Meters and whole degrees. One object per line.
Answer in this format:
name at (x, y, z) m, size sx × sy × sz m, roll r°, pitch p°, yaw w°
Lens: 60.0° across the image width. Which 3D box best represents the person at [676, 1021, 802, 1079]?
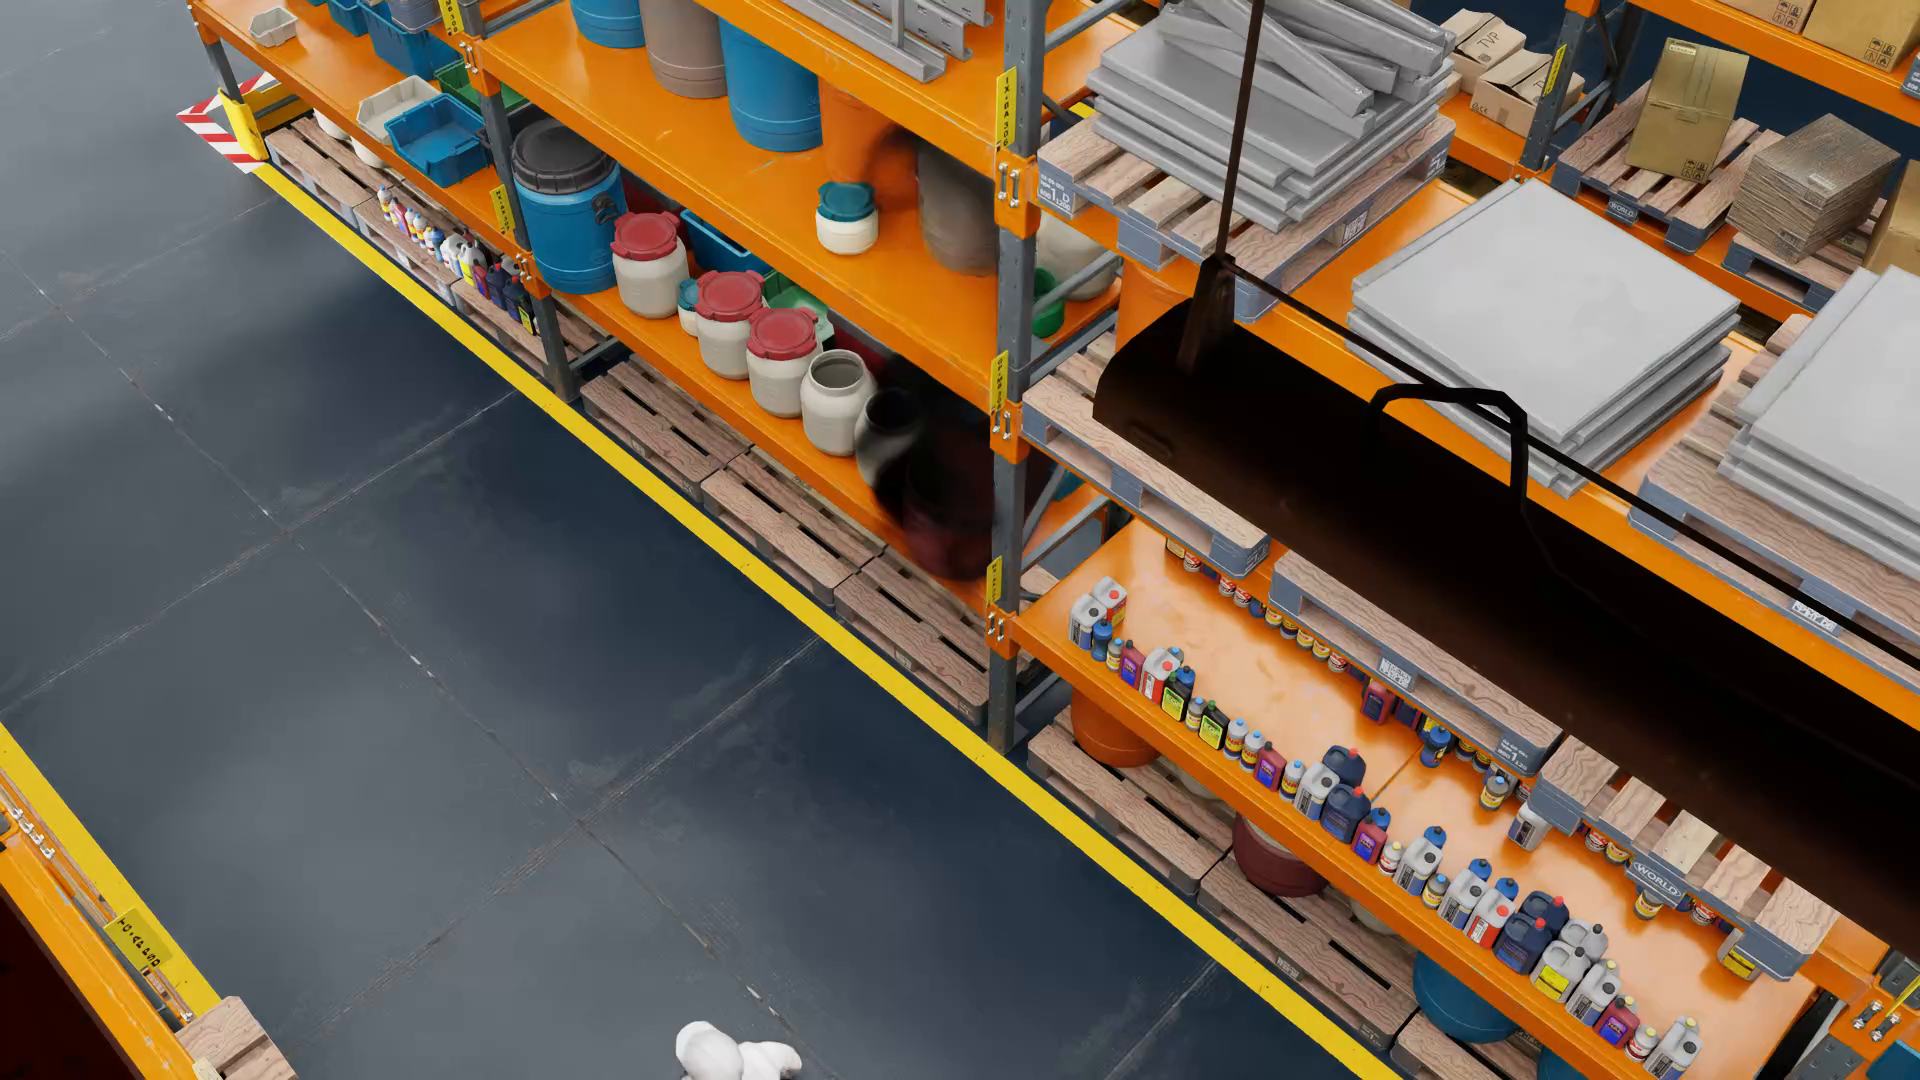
person at (-0.936, 2.443, 6.850) m, size 0.587 × 1.731 × 0.703 m, roll 34°, pitch 58°, yaw 25°
